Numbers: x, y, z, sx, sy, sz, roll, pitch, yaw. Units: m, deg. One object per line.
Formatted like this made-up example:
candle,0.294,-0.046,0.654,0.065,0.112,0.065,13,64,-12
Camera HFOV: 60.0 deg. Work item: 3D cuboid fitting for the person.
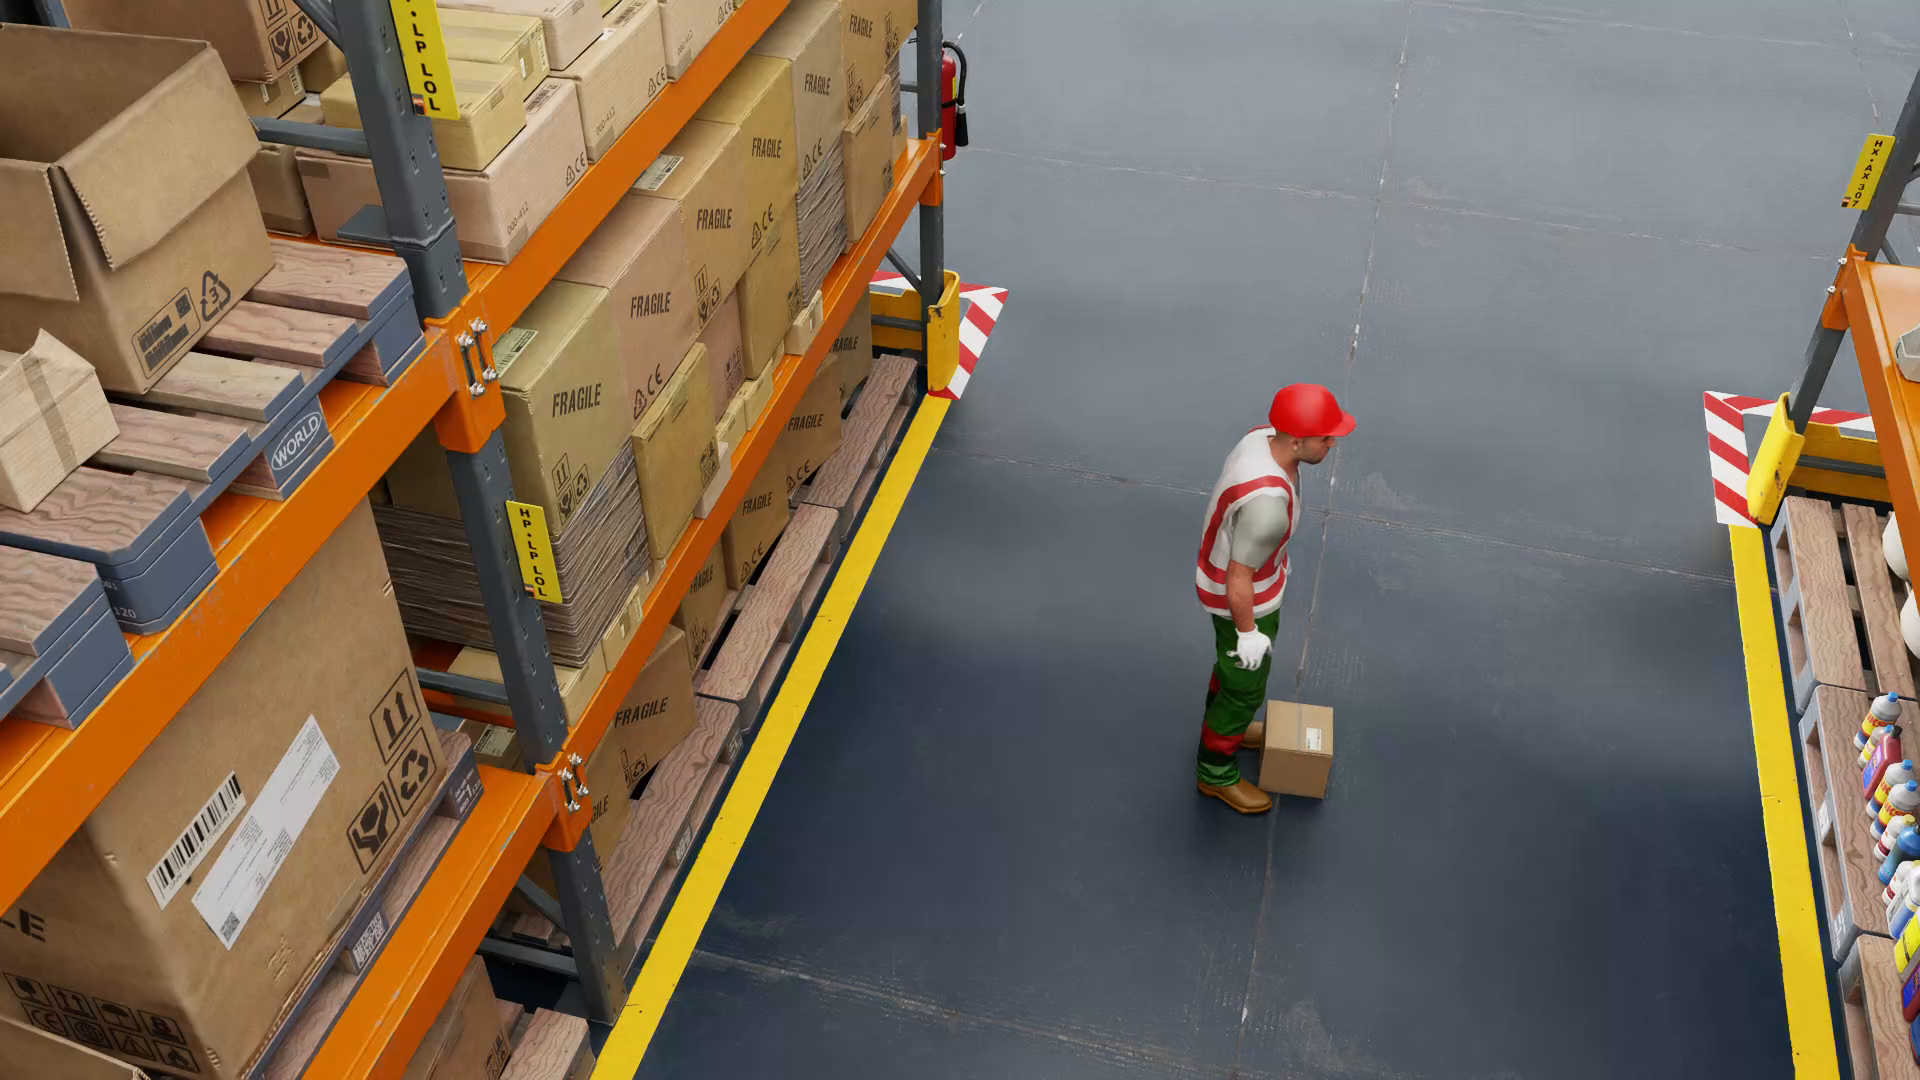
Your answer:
person,1.062,0.188,5.927,0.453,1.778,0.604,10,42,11
